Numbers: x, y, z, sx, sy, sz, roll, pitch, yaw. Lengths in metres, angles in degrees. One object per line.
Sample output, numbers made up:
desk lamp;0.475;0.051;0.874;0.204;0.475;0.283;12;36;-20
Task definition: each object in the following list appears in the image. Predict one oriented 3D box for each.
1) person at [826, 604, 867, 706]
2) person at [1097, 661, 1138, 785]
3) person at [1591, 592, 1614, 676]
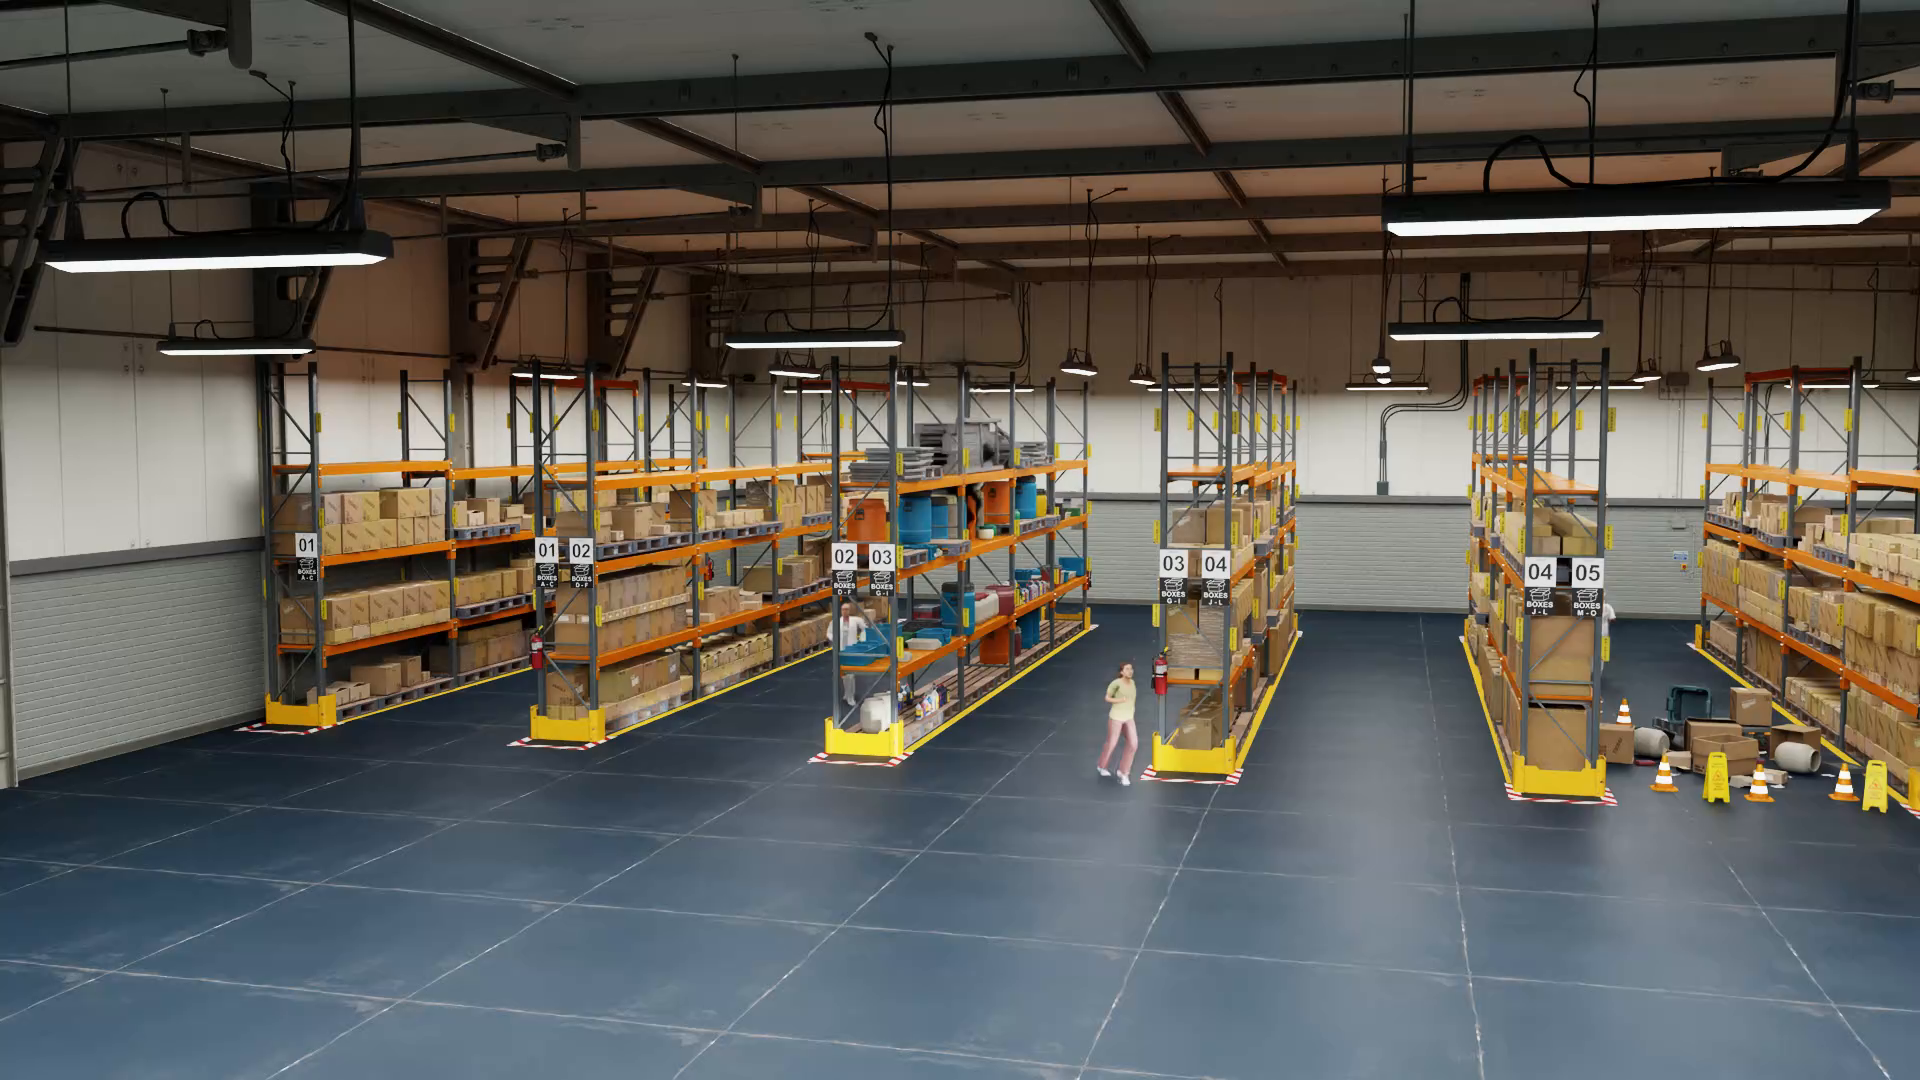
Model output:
person;-2.039;2.040;29.663;0.689;1.827;0.832;1;4;10
person;2.255;2.542;23.270;0.580;1.719;0.715;-2;4;-25
person;12.590;1.813;32.891;0.629;1.743;0.605;1;4;12
